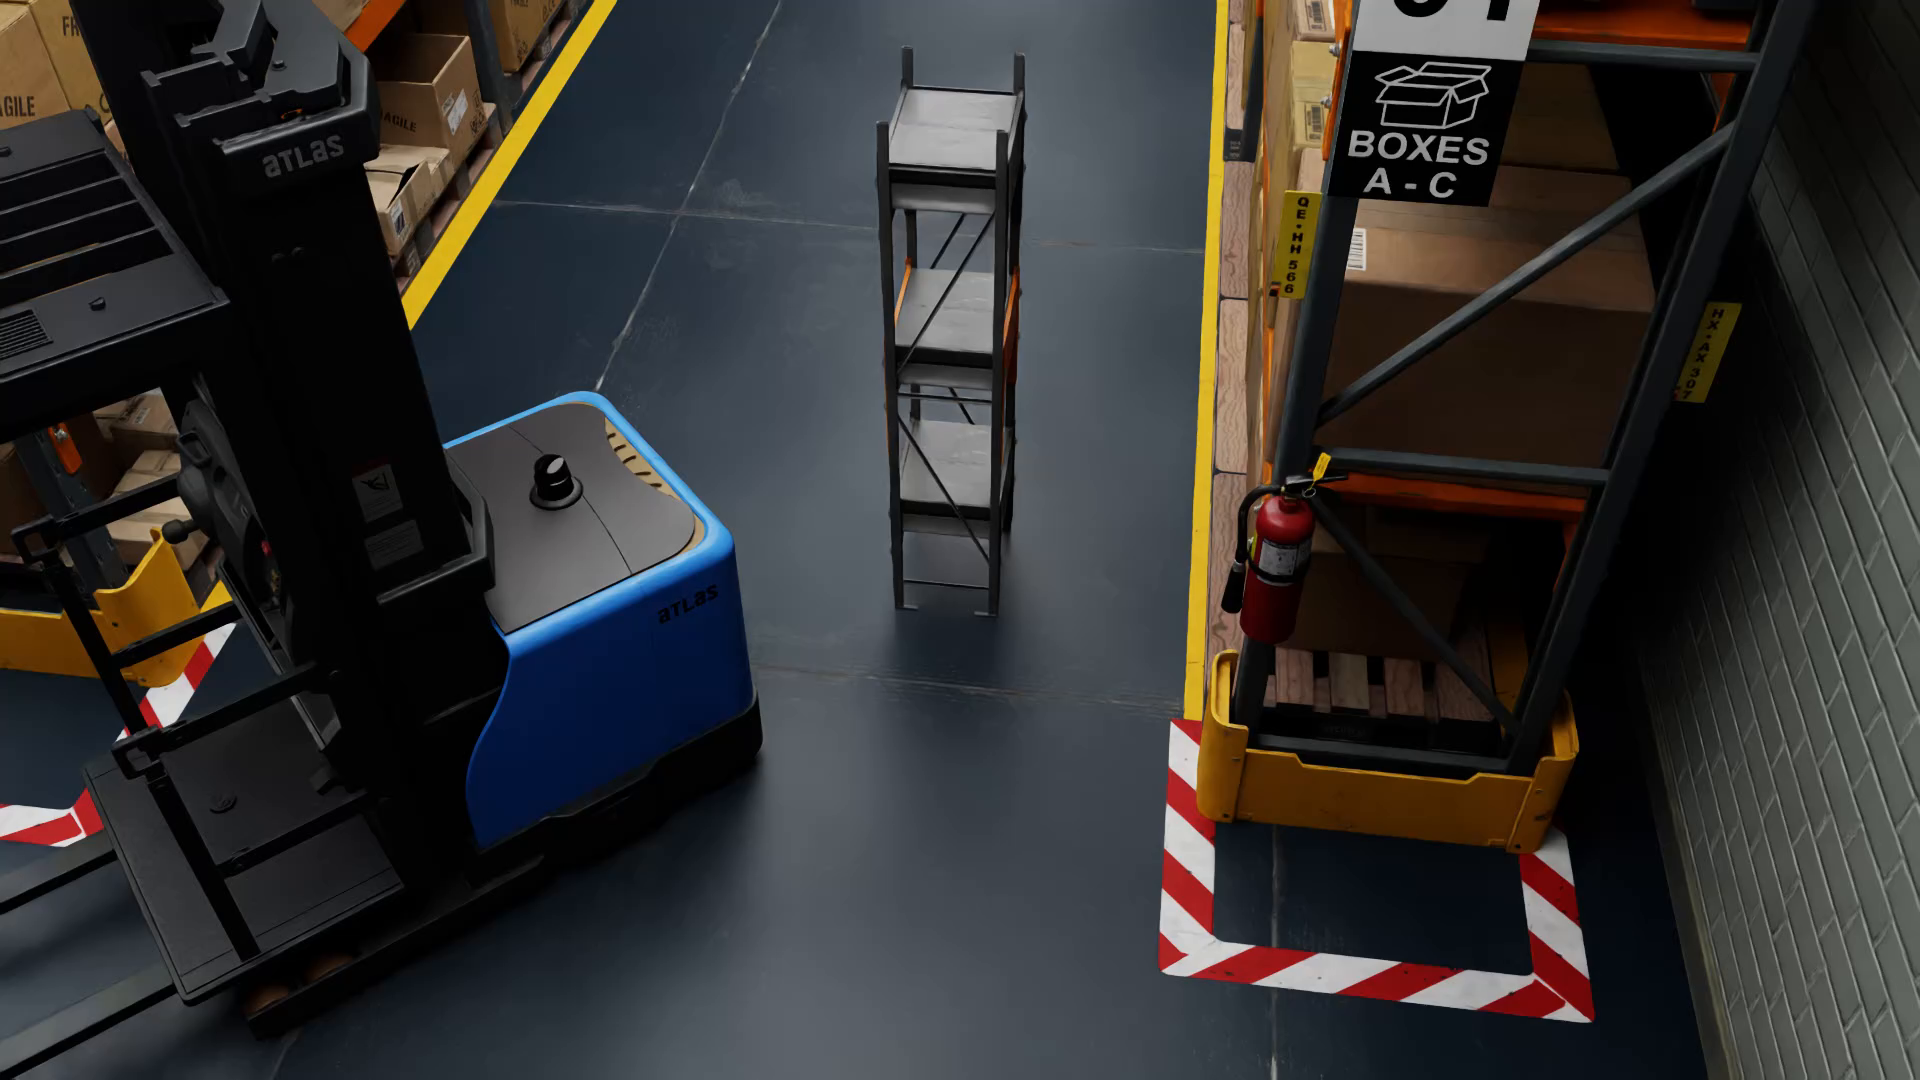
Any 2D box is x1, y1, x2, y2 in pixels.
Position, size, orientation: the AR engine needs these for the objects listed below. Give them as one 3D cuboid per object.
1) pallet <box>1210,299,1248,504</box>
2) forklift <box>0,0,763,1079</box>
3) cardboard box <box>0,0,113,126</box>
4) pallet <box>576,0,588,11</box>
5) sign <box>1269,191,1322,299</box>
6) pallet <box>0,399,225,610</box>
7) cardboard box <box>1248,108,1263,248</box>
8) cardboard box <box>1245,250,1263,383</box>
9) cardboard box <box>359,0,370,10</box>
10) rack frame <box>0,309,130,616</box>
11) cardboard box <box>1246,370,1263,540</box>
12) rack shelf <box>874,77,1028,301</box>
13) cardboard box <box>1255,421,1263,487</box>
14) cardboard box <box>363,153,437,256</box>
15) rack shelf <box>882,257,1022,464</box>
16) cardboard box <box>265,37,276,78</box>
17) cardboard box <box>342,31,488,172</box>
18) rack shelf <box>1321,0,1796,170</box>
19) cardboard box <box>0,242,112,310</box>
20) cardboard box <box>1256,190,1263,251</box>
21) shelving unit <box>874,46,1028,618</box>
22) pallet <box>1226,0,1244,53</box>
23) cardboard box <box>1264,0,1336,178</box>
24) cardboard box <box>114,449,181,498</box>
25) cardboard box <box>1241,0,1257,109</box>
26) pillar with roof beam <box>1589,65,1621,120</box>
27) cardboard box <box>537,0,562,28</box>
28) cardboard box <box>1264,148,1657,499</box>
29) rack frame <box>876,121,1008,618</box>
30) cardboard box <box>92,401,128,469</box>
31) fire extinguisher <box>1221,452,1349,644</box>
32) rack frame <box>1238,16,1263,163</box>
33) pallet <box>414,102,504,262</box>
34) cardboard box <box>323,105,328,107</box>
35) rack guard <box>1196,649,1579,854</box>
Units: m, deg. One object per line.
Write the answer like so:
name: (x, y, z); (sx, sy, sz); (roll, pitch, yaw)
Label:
pallet: (1.612, -0.575, 7.204); (1.003, 0.211, 1.213); (5, 44, 6)
forklift: (-2.186, 0.042, 4.574); (3.031, 2.935, 1.130); (-27, 50, -25)
cardboard box: (-3.109, -1.689, 5.553); (0.500, 0.500, 0.500); (6, 44, 6)
pallet: (-2.733, -3.760, 10.567); (1.003, 0.211, 1.213); (5, 44, 6)
sign: (0.884, -0.772, 4.369); (0.100, 0.325, 0.005); (5, 44, 6)
pallet: (-3.377, -0.237, 6.847); (1.003, 0.211, 1.213); (5, 44, 6)
cardboard box: (1.748, -1.677, 7.853); (0.700, 0.500, 0.500); (6, 44, 6)
cardboard box: (1.608, -0.986, 7.122); (0.700, 0.500, 0.500); (6, 44, 6)
cardboard box: (-2.841, -2.702, 7.349); (0.500, 0.500, 0.500); (6, 44, 7)
rack frame: (-3.491, -0.655, 5.260); (1.000, 3.000, 0.127); (5, 44, 6)
cardboard box: (1.479, -0.279, 6.376); (0.700, 0.500, 0.500); (5, 44, 5)
rack shelf: (-0.022, -1.148, 5.437); (0.431, 0.518, 0.480); (5, 44, 6)
cardboard box: (1.249, -0.278, 5.902); (0.380, 0.149, 0.250); (5, 44, 5)
cardboard box: (-2.856, -1.639, 7.935); (0.500, 0.311, 0.500); (5, 44, 6)
rack shelf: (-0.022, -0.640, 5.918); (0.431, 0.518, 0.480); (5, 44, 6)
cardboard box: (-2.971, -2.004, 6.612); (0.500, 0.500, 0.500); (6, 44, 6)
cardboard box: (-2.756, -2.219, 8.410); (0.500, 0.500, 0.500); (5, 44, 6)
rack shelf: (1.684, -2.398, 5.442); (1.077, 0.370, 4.000); (5, 44, 6)
cardboard box: (-3.171, -0.969, 5.519); (0.500, 0.500, 0.500); (6, 44, 6)
cardboard box: (1.453, -1.340, 7.025); (0.380, 0.149, 0.250); (4, 44, 4)
shelving unit: (-0.022, -0.650, 5.909); (0.431, 2.100, 0.503); (5, 44, 6)
pallet: (2.135, -3.287, 10.068); (1.003, 0.211, 1.213); (5, 44, 6)
cardboard box: (1.672, -1.680, 6.124); (0.980, 0.700, 0.700); (3, 44, 3)
cardboard box: (-3.062, -0.210, 6.531); (0.380, 0.166, 0.250); (5, 44, 6)
cardboard box: (1.906, -2.760, 8.741); (0.750, 0.750, 0.750); (6, 44, 6)
pillar with roof beam: (-1.554, -4.947, 5.430); (9.100, 9.000, 0.400); (5, 44, 6)
cardboard box: (-2.597, -3.305, 9.557); (0.500, 0.500, 0.500); (6, 44, 6)
cardboard box: (1.477, -0.664, 5.052); (0.980, 0.700, 0.700); (7, 44, 7)
rack frame: (-0.054, -0.483, 5.733); (0.400, 2.100, 0.015); (5, 44, 6)
cardboard box: (-3.521, -0.446, 6.781); (0.380, 0.166, 0.250); (5, 44, 6)
fire extinguisher: (0.942, 0.017, 4.877); (0.296, 0.674, 0.183); (5, 44, 6)
rack frame: (1.948, -2.933, 7.666); (1.000, 3.000, 0.127); (5, 44, 6)
pallet: (-3.054, -1.900, 8.603); (1.003, 0.211, 1.213); (5, 44, 6)
cardboard box: (-3.232, -2.298, 8.631); (0.500, 0.311, 0.500); (5, 44, 6)
rack guard: (1.416, 0.717, 5.629); (1.175, 0.500, 0.348); (5, 44, 6)
